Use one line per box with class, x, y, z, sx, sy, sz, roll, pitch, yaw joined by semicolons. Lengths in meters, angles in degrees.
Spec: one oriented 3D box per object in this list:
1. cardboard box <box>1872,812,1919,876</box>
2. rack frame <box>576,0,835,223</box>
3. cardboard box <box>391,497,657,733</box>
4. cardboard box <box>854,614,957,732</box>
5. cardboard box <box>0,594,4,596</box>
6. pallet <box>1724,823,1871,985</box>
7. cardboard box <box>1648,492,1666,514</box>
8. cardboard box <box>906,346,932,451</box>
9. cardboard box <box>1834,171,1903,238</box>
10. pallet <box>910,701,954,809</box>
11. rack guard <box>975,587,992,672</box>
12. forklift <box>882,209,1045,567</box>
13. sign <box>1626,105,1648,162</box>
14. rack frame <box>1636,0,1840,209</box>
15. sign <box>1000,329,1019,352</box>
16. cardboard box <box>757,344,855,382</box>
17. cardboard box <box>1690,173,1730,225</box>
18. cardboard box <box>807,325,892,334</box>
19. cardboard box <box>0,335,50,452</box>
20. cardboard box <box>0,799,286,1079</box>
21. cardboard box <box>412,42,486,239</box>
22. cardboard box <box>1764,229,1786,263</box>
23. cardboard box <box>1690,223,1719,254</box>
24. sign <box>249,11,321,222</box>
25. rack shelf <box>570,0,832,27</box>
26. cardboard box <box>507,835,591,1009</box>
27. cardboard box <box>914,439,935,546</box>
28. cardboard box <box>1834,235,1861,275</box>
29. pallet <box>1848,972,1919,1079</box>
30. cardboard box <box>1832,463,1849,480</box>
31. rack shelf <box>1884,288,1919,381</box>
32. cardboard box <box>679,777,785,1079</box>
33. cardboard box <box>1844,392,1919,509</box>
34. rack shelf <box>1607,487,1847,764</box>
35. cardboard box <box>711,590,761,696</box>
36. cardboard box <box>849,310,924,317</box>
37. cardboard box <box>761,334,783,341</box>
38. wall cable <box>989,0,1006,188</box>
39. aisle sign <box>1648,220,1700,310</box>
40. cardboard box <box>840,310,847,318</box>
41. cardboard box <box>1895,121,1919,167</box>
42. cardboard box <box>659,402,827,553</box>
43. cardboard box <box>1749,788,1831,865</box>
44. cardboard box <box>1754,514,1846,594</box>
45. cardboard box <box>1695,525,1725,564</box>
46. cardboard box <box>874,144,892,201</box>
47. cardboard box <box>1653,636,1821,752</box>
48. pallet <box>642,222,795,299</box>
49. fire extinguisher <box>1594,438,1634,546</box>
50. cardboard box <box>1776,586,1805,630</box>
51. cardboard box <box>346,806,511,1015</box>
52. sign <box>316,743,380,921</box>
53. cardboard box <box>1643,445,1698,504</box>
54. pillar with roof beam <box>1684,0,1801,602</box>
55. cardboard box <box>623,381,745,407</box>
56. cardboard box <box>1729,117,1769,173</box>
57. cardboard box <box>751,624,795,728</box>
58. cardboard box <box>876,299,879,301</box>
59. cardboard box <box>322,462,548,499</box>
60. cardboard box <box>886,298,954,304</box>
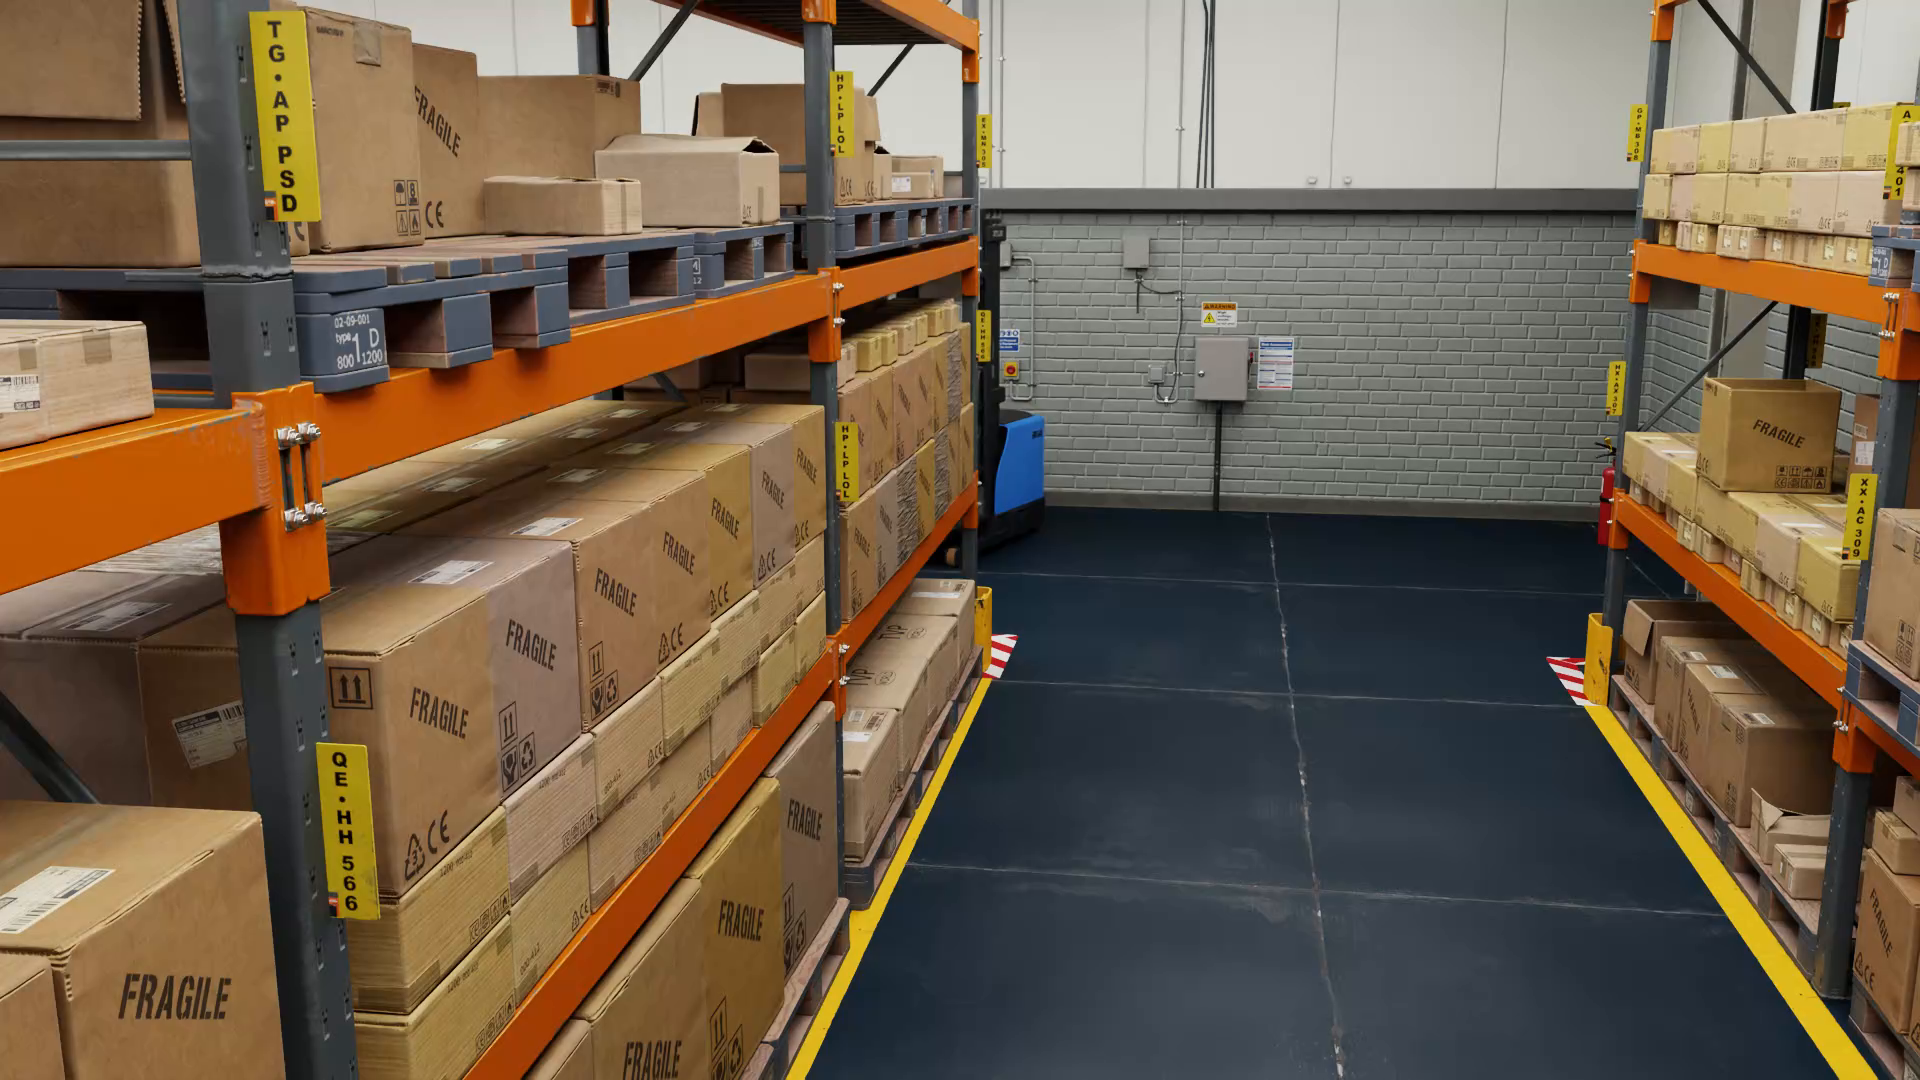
cardboard box;3.585;1.119;6.077;0.380;0.149;0.250;2;12;11
rack frame;-1.002;-2.739;6.344;1.000;3.000;0.127;2;12;9
cardboard box;-1.138;0.183;4.414;0.500;0.500;0.500;2;12;10
cardboard box;-0.522;0.739;9.527;0.875;0.438;0.875;2;12;10
cardboard box;-5.807;0.438;10.198;0.380;0.149;0.250;2;12;11
pallet;4.010;1.574;7.190;1.003;0.211;1.213;2;12;9
cardboard box;4.203;-0.242;9.594;0.380;0.149;0.250;2;12;10
cardboard box;-0.436;-0.752;8.750;0.500;0.500;0.500;2;12;8
cardboard box;3.730;-1.294;6.405;0.500;0.250;0.500;2;12;9
pallet;-0.623;1.146;9.174;1.003;0.211;1.213;2;12;9
rack guard;-0.383;0.578;11.126;1.175;0.500;0.348;2;12;9
forklift;-0.353;-1.311;14.119;1.130;2.935;3.031;6;14;28
sign;3.982;-2.390;9.770;0.100;0.325;0.005;2;12;9
rack frame;4.518;-3.412;9.465;1.000;3.000;0.127;2;12;9
sign;0.419;-1.960;16.327;0.327;0.218;0.001;2;12;9
cardboard box;-0.674;-0.772;7.307;0.380;0.149;0.250;2;12;9
cardboard box;4.031;-1.721;8.391;0.500;0.250;0.500;2;12;7
cardboard box;-0.550;-0.986;8.299;0.380;0.149;0.250;2;12;8
cardboard box;-1.488;-0.193;2.245;0.380;0.149;0.250;2;12;9
cardboard box;-1.413;0.730;2.545;0.500;0.500;0.500;2;12;7
cardboard box;-1.633;-1.071;4.487;0.500;0.500;0.500;2;12;9
cardboard box;3.902;-1.339;7.564;0.380;0.149;0.250;2;12;9
cardboard box;3.996;-1.552;8.553;0.380;0.149;0.250;2;12;8
sign;-1.081;-0.675;2.658;0.100;0.325;0.005;2;12;9
rack shelf;-1.310;-1.776;4.530;1.077;0.370;4.000;2;12;9
cardboard box;-1.232;0.898;4.061;0.500;0.250;0.500;2;12;7
cardboard box;-0.428;-0.260;8.842;0.500;0.500;0.500;2;12;10
cardboard box;3.707;-1.125;6.571;0.380;0.149;0.250;2;12;9
pallet;3.815;1.887;5.736;1.003;0.211;1.213;2;12;9
cardboard box;4.548;-0.237;8.622;0.500;0.250;0.500;2;12;10
rack shelf;3.595;-0.345;4.061;1.077;0.370;4.000;2;12;9
cardboard box;-1.150;1.347;5.671;0.875;0.875;0.875;2;12;10
cardboard box;4.395;-0.387;7.537;0.500;0.500;0.500;2;12;7
rack shelf;4.211;0.289;8.241;1.077;0.370;4.000;2;12;9
cardboard box;-0.973;0.334;5.491;0.500;0.250;0.500;2;12;10
cardboard box;-0.406;-1.199;9.289;0.380;0.149;0.250;2;12;8
cardboard box;-1.052;-0.892;7.862;0.380;0.149;0.250;2;12;8
wall cable;0.209;-4.765;15.744;0.463;3.000;0.029;2;12;9
aisle sign;4.239;-1.774;9.933;0.394;0.787;0.004;2;12;9
cardboard box;-0.849;-1.210;9.338;0.380;0.149;0.250;2;12;9
cardboard box;3.424;-1.342;5.635;0.380;0.149;0.250;2;12;10
cardboard box;-0.823;-0.243;6.391;0.500;0.500;0.500;2;12;10
cardboard box;3.753;1.285;7.404;0.396;0.266;0.258;2;12;11
cardboard box;3.803;0.063;7.232;0.500;0.250;0.500;2;12;9
cardboard box;3.929;0.025;8.353;0.380;0.149;0.250;2;12;10
cardboard box;-0.667;-2.006;9.040;0.500;0.311;0.500;2;12;10
cardboard box;4.161;0.838;8.920;0.700;0.500;0.500;2;12;11
pallet;-1.094;-0.987;5.787;0.805;0.209;1.217;1;12;6
fire extinguisher;4.084;-0.305;10.356;0.296;0.674;0.183;2;12;9
cardboard box;3.737;0.292;7.115;0.380;0.149;0.250;2;12;10
cardboard box;-1.295;0.758;3.528;0.500;0.250;0.500;2;12;8
sign;-1.080;0.514;2.926;0.100;0.325;0.005;2;12;9
cardboard box;4.105;-0.361;9.197;0.500;0.250;0.500;2;12;9
pillar with roof beam;1.570;-4.083;12.581;9.100;9.000;0.400;2;12;9
cardboard box;-1.202;-0.451;7.357;0.500;0.500;0.500;2;12;8
cardboard box;3.973;-1.861;7.852;0.500;0.250;0.500;2;12;10
cardboard box;-0.902;0.474;6.029;0.500;0.250;0.500;2;12;8
cardboard box;-0.715;-1.429;10.354;0.380;0.149;0.250;2;12;10
cardboard box;-1.558;0.057;4.998;0.500;0.500;0.500;2;12;8
cardboard box;-0.244;-1.413;10.278;0.380;0.149;0.250;2;12;9
